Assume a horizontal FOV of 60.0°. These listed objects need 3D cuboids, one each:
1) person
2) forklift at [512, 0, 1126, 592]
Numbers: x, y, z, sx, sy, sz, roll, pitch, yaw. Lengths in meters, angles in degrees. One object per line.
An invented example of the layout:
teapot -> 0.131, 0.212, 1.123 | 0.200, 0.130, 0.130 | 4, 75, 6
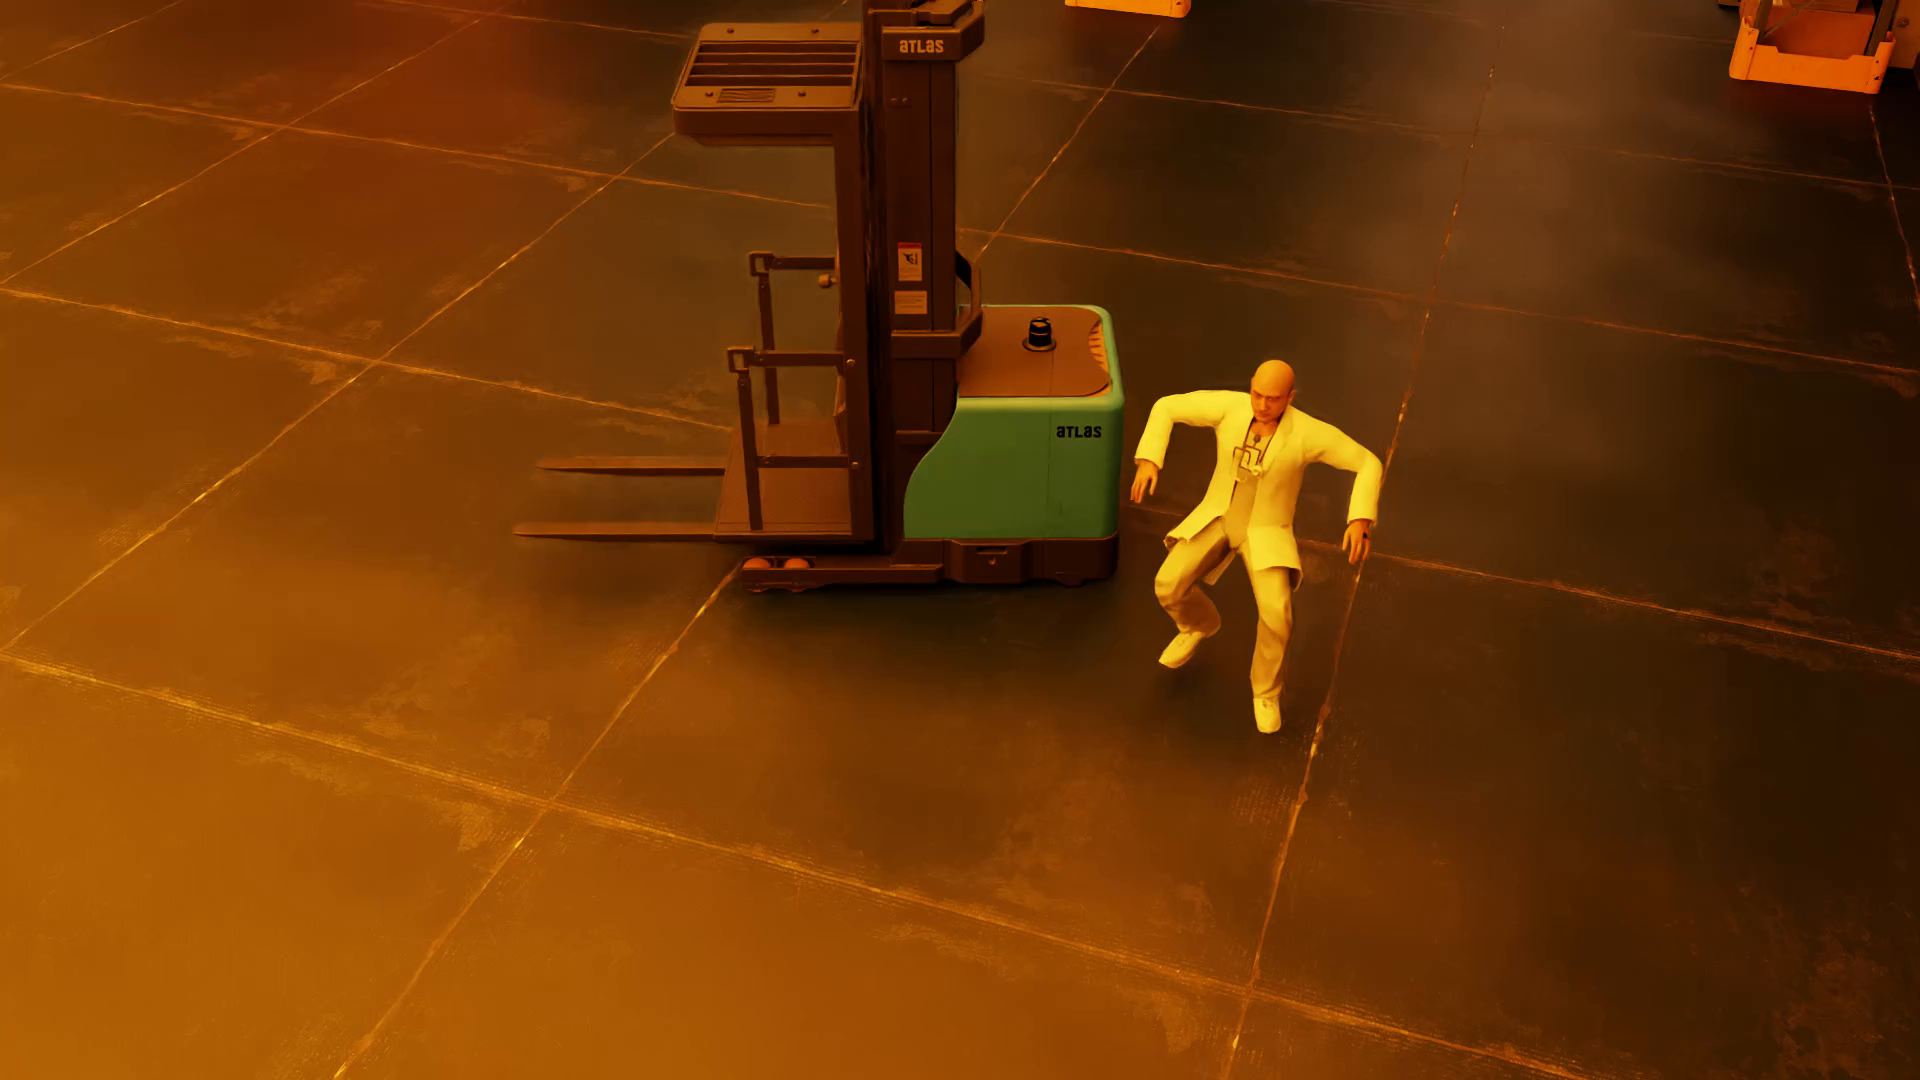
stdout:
person -> 1.239, 0.016, 7.269 | 1.092, 1.421, 0.720 | 18, 39, 24
forklift -> -0.727, -1.245, 7.866 | 3.031, 2.935, 1.130 | 0, 35, 0
